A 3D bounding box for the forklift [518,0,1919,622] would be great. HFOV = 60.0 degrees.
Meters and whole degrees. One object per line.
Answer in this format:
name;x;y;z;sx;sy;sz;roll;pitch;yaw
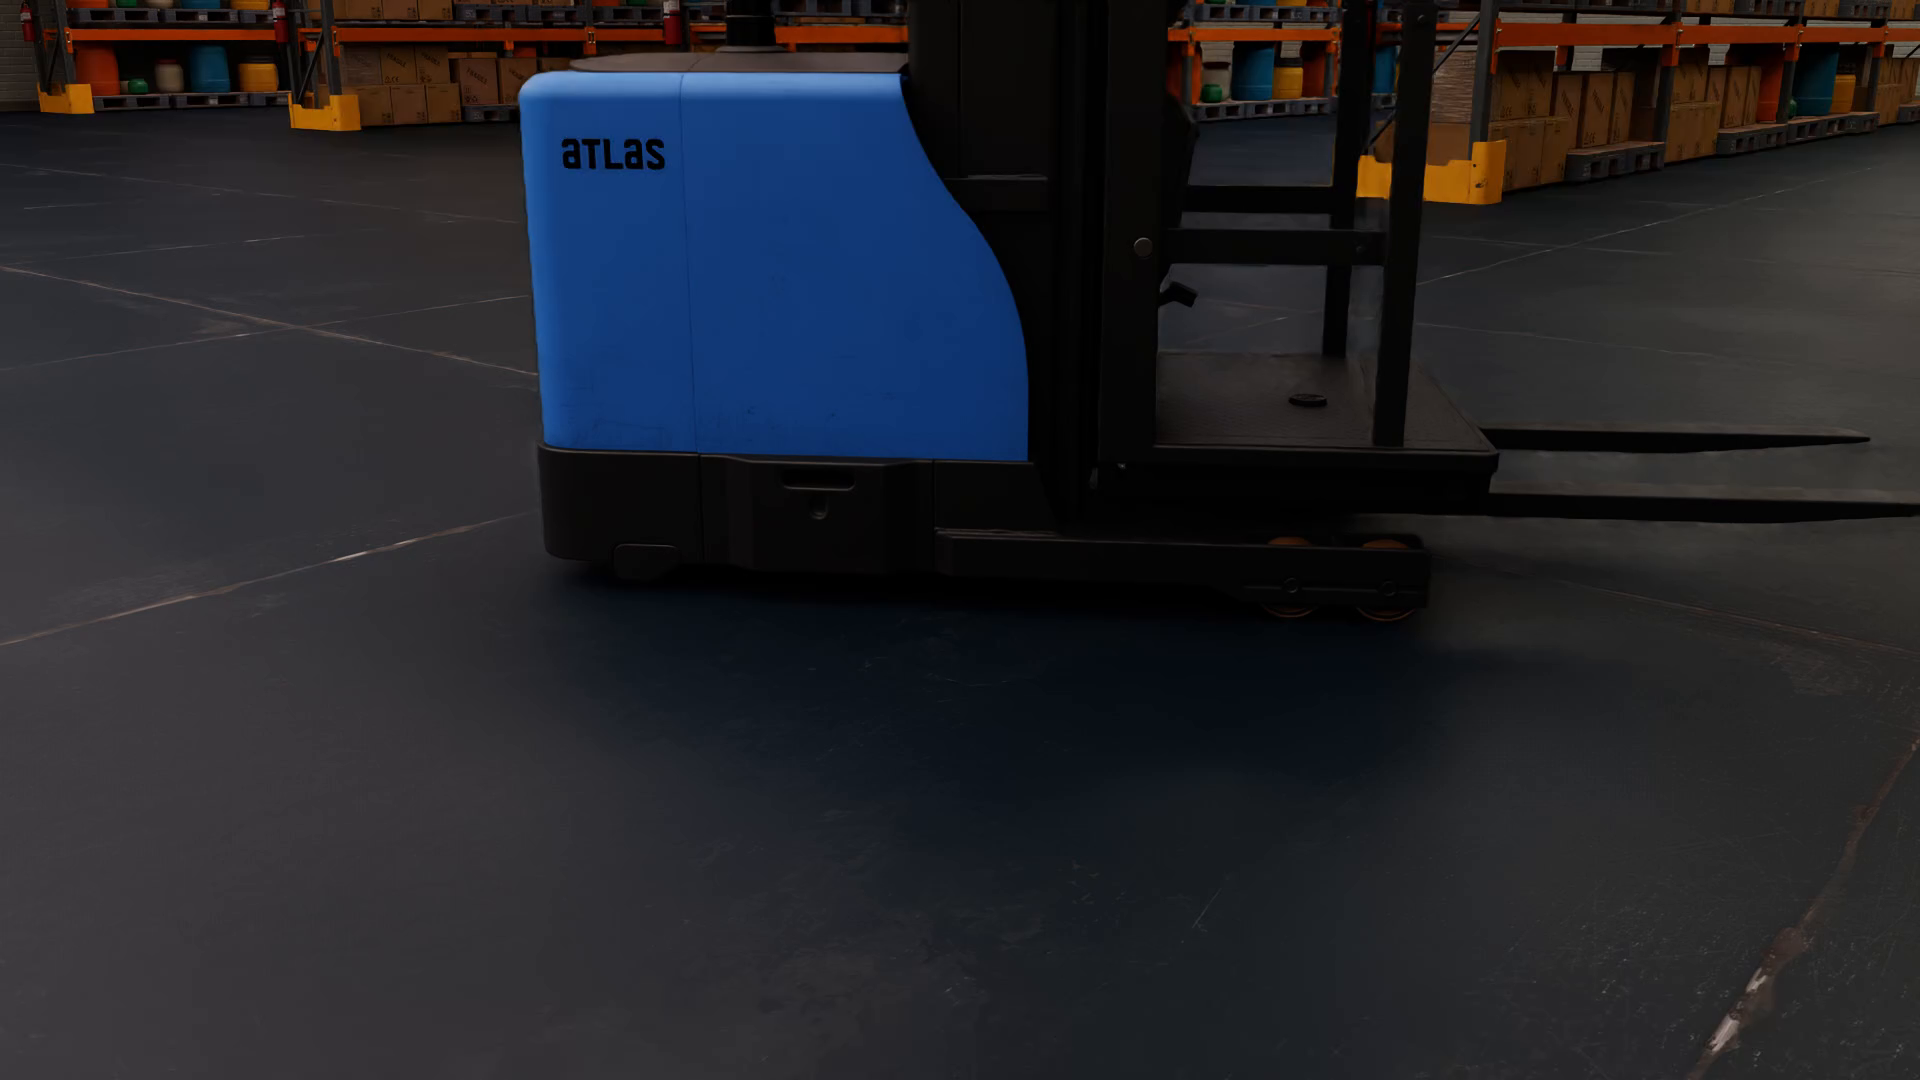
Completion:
forklift;0.643;-1.398;3.501;3.031;2.935;1.130;2;17;6
